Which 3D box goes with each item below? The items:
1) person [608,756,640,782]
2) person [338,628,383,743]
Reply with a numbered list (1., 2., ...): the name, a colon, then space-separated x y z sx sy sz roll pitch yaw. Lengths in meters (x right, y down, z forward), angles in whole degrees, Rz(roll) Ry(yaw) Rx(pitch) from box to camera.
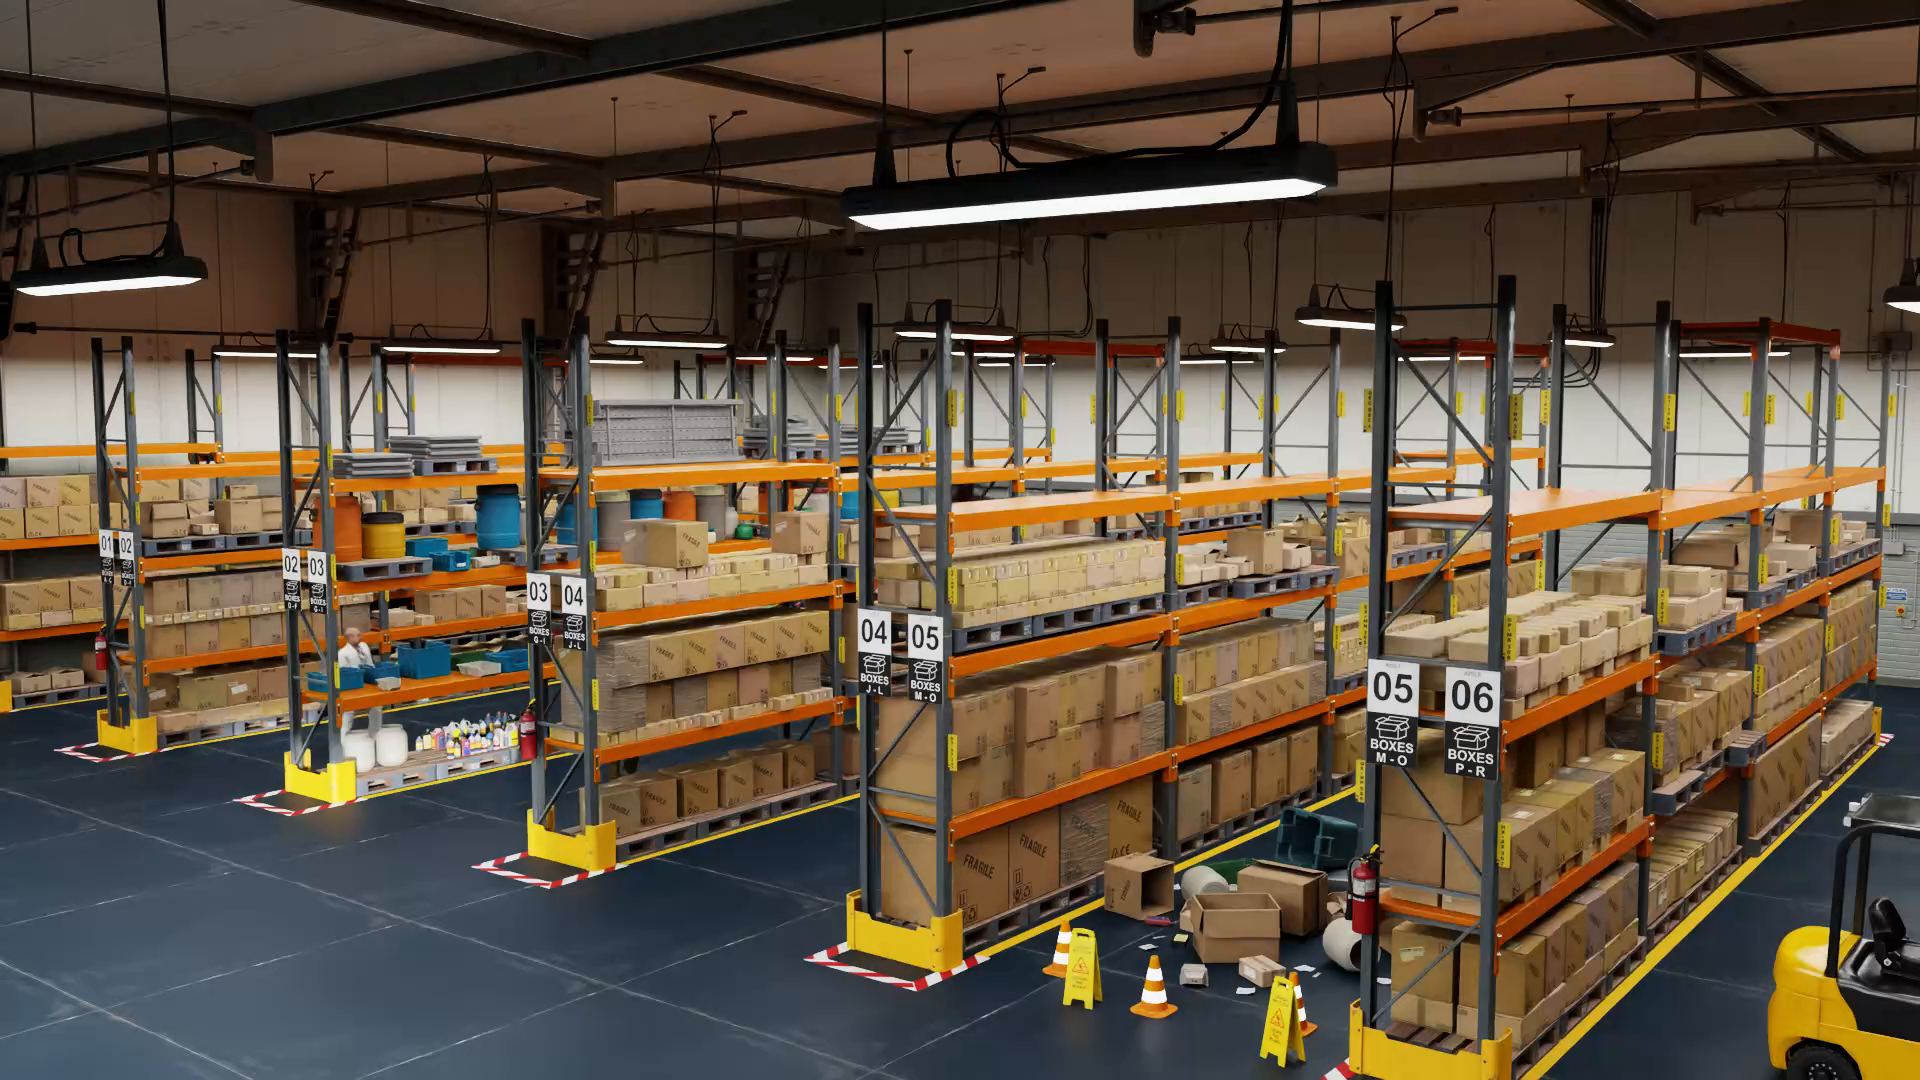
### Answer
1. person: -4.513 2.380 22.049 0.446 1.818 0.654 4 6 38
2. person: -8.799 2.180 24.344 0.485 1.829 0.683 5 7 42
